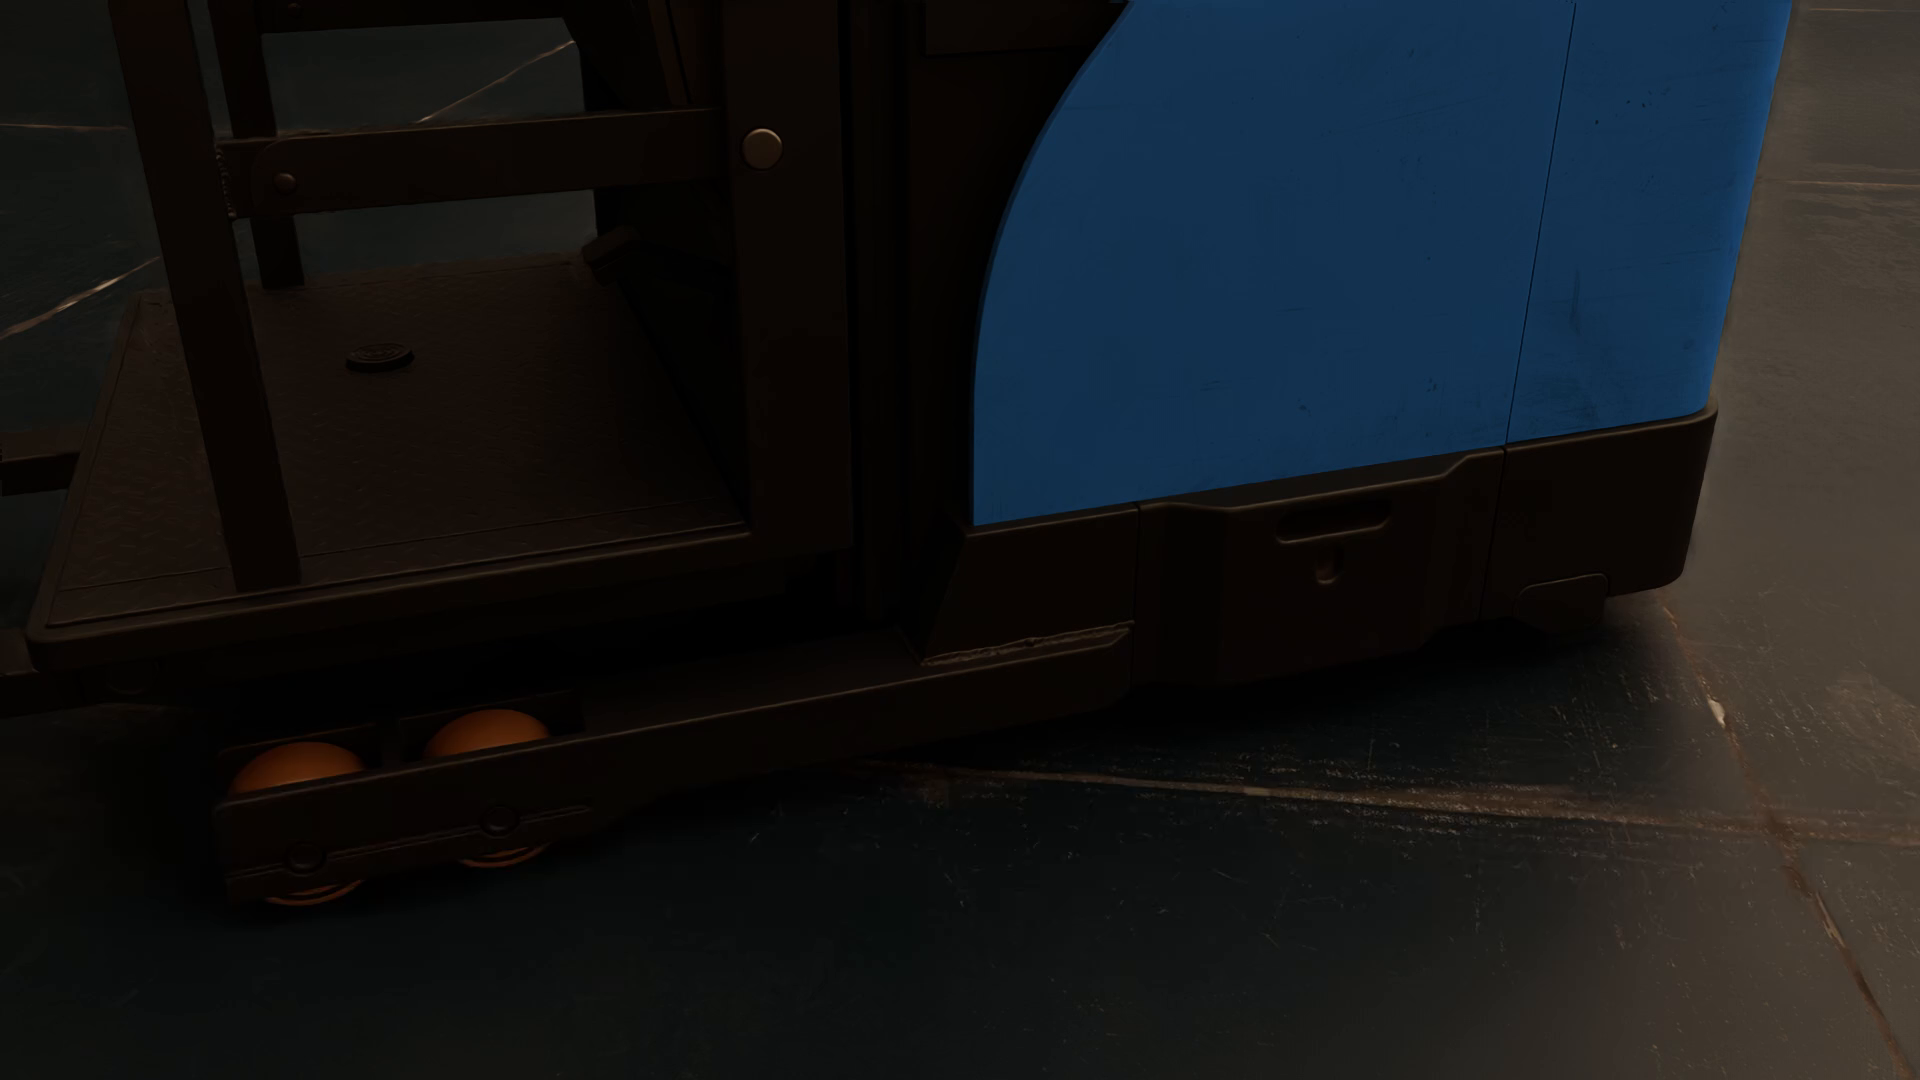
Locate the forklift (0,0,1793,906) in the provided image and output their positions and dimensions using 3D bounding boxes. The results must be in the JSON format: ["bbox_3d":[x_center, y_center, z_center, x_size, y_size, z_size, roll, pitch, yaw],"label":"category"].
[{"bbox_3d":[-0.582,-1.196,1.614,3.031,2.935,1.130,-9,28,-17],"label":"forklift"}]
